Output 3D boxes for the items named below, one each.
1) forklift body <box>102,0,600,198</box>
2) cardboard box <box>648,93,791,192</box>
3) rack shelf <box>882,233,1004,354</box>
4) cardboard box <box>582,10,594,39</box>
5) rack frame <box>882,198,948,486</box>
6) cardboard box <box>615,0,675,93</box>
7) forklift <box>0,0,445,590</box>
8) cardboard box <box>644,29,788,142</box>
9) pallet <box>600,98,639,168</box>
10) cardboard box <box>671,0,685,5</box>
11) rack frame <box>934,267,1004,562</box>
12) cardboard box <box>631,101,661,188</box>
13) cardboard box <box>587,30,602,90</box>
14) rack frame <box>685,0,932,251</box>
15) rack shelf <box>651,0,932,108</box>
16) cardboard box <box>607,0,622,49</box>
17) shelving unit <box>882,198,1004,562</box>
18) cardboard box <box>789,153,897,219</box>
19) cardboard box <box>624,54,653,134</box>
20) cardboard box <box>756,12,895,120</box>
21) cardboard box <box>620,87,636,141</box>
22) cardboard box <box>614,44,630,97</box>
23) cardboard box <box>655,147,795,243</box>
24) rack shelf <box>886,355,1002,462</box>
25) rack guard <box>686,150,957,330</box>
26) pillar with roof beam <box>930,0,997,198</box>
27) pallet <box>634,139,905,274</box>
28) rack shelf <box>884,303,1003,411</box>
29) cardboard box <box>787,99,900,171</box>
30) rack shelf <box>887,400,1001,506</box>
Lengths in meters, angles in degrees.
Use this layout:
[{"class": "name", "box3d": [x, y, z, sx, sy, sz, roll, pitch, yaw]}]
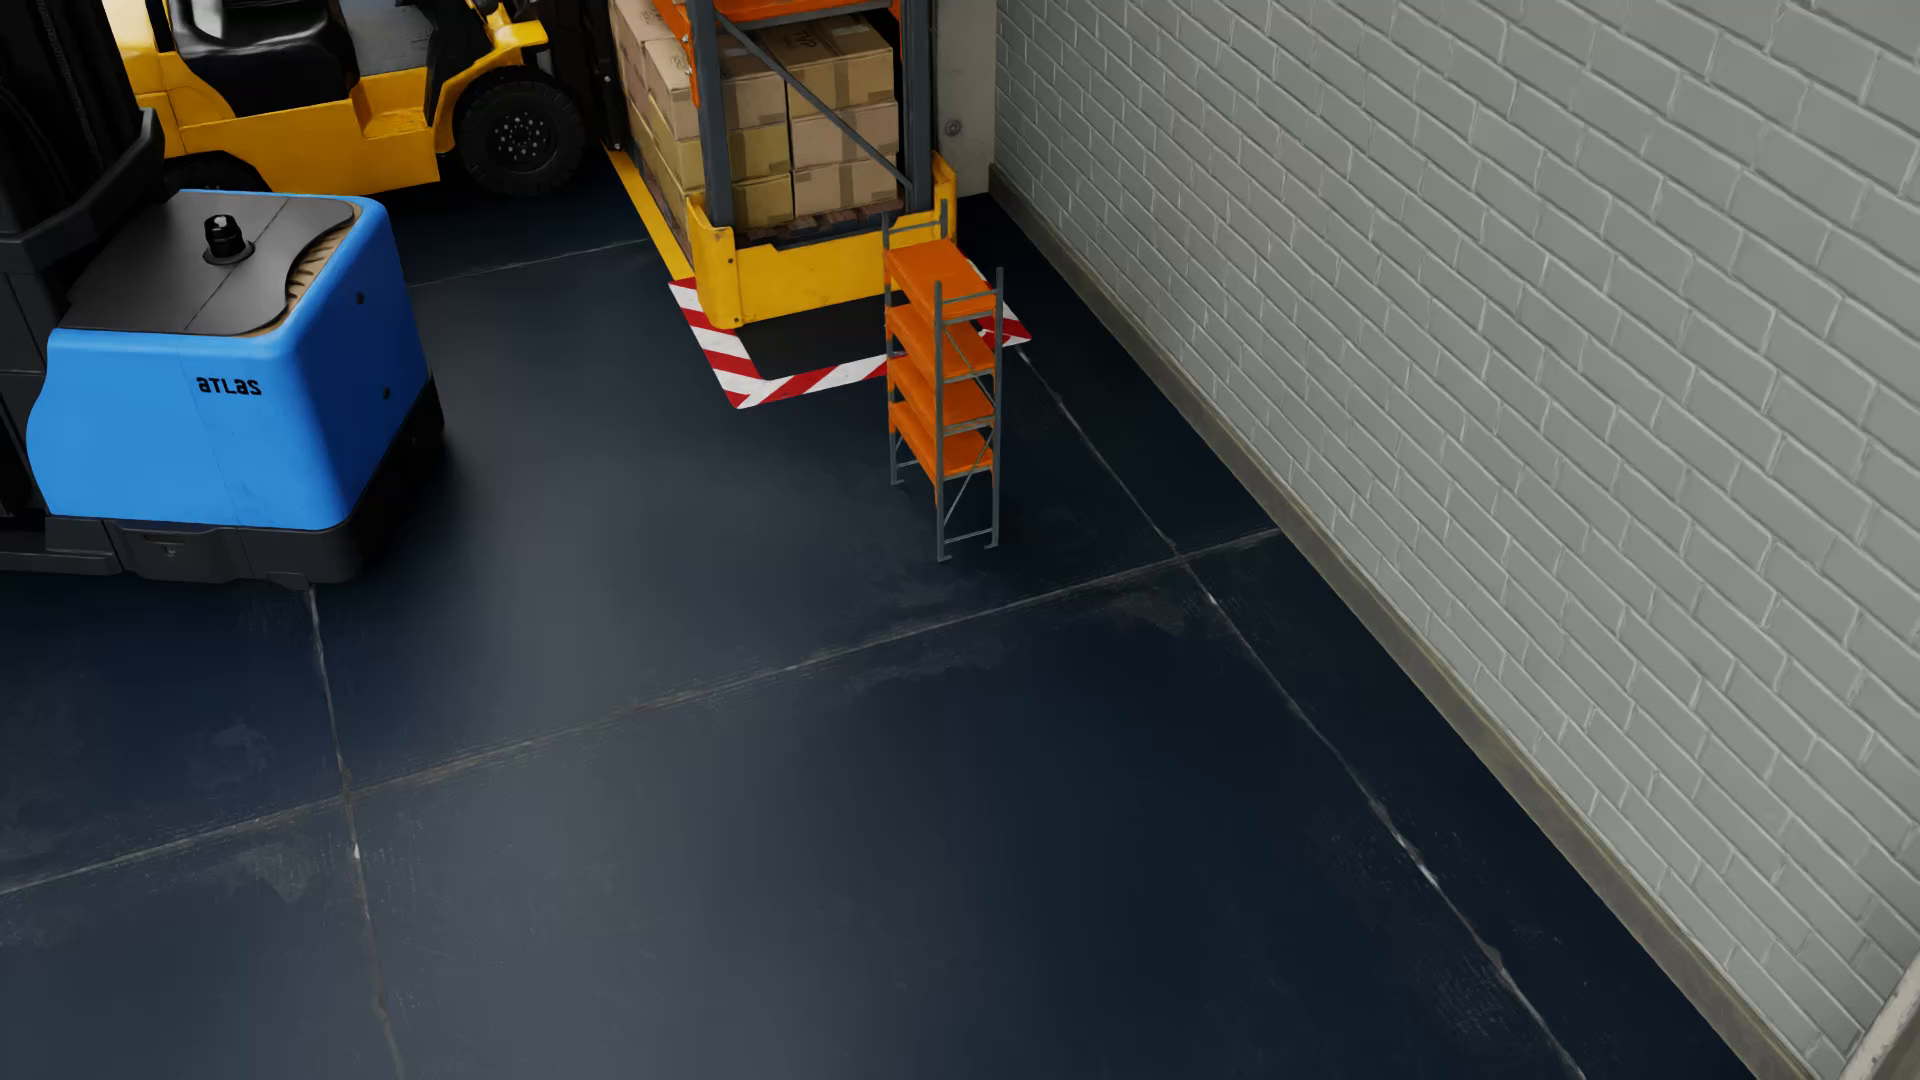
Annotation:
[{"class": "forklift body", "box3d": [-3.020, -2.681, 7.718, 2.313, 2.155, 1.214, -15, 43, -17]}, {"class": "cardboard box", "box3d": [-1.084, -1.837, 7.489, 0.500, 0.250, 0.500, -16, 43, -17]}, {"class": "rack shelf", "box3d": [-0.063, -0.853, 5.719, 0.258, 0.148, 0.480, -15, 43, -17]}, {"class": "cardboard box", "box3d": [-1.671, -2.750, 8.550, 0.500, 0.250, 0.500, -15, 43, -17]}, {"class": "rack frame", "box3d": [-0.157, -0.702, 6.146, 0.240, 1.200, 0.015, -15, 43, -17]}, {"class": "cardboard box", "box3d": [-1.274, -2.317, 7.664, 0.500, 0.250, 0.500, -14, 43, -16]}, {"class": "forklift", "box3d": [-3.616, -1.324, 5.541, 3.031, 2.935, 1.130, 3, 41, 4]}, {"class": "cardboard box", "box3d": [-1.073, -2.011, 7.308, 0.500, 0.250, 0.500, -14, 43, -15]}, {"class": "pallet", "box3d": [-1.403, -2.442, 8.928, 1.003, 0.211, 1.213, -15, 43, -17]}, {"class": "cardboard box", "box3d": [-1.040, -2.584, 6.878, 0.500, 0.500, 0.500, -16, 43, -18]}, {"class": "rack frame", "box3d": [0.030, -0.408, 5.804, 0.240, 1.200, 0.015, -15, 43, -17]}, {"class": "cardboard box", "box3d": [-1.262, -1.938, 7.990, 0.500, 0.250, 0.500, -15, 43, -17]}, {"class": "cardboard box", "box3d": [-1.665, -2.549, 8.701, 0.500, 0.250, 0.500, -14, 43, -16]}, {"class": "rack frame", "box3d": [-0.609, -2.315, 6.642, 1.000, 3.000, 0.127, -15, 43, -17]}, {"class": "rack shelf", "box3d": [-1.374, -3.247, 8.277, 1.077, 0.370, 4.000, -15, 43, -17]}, {"class": "cardboard box", "box3d": [-1.476, -2.618, 8.014, 0.500, 0.250, 0.500, -15, 43, -16]}, {"class": "shelving unit", "box3d": [-0.063, -0.555, 5.975, 0.258, 1.200, 0.503, -15, 43, -17]}, {"class": "cardboard box", "box3d": [-0.616, -1.777, 7.802, 0.500, 0.250, 0.500, -15, 43, -17]}, {"class": "cardboard box", "box3d": [-1.266, -2.142, 7.843, 0.500, 0.250, 0.500, -16, 43, -17]}, {"class": "cardboard box", "box3d": [-0.618, -2.148, 7.467, 0.500, 0.250, 0.500, -16, 43, -18]}, {"class": "cardboard box", "box3d": [-1.445, -2.242, 8.343, 0.500, 0.250, 0.500, -15, 43, -16]}, {"class": "cardboard box", "box3d": [-1.483, -2.447, 8.199, 0.500, 0.250, 0.500, -16, 43, -18]}, {"class": "cardboard box", "box3d": [-1.081, -1.636, 7.639, 0.500, 0.250, 0.500, -15, 43, -17]}, {"class": "rack shelf", "box3d": [-0.063, -0.504, 6.019, 0.258, 0.148, 0.480, -15, 43, -17]}, {"class": "rack guard", "box3d": [-0.600, -1.353, 7.440, 1.175, 0.500, 0.348, -15, 43, -17]}, {"class": "pillar with roof beam", "box3d": [-4.020, -4.160, 4.186, 9.100, 9.000, 0.400, -15, 43, -17]}, {"class": "pallet", "box3d": [-0.940, -1.708, 8.075, 1.003, 0.211, 1.213, -15, 43, -17]}, {"class": "rack shelf", "box3d": [-0.063, -0.673, 5.873, 0.258, 0.148, 0.480, -15, 43, -17]}, {"class": "cardboard box", "box3d": [-0.597, -1.957, 7.628, 0.500, 0.250, 0.500, -14, 43, -16]}, {"class": "rack shelf", "box3d": [-0.063, -0.353, 6.148, 0.258, 0.148, 0.480, -15, 43, -17]}]
